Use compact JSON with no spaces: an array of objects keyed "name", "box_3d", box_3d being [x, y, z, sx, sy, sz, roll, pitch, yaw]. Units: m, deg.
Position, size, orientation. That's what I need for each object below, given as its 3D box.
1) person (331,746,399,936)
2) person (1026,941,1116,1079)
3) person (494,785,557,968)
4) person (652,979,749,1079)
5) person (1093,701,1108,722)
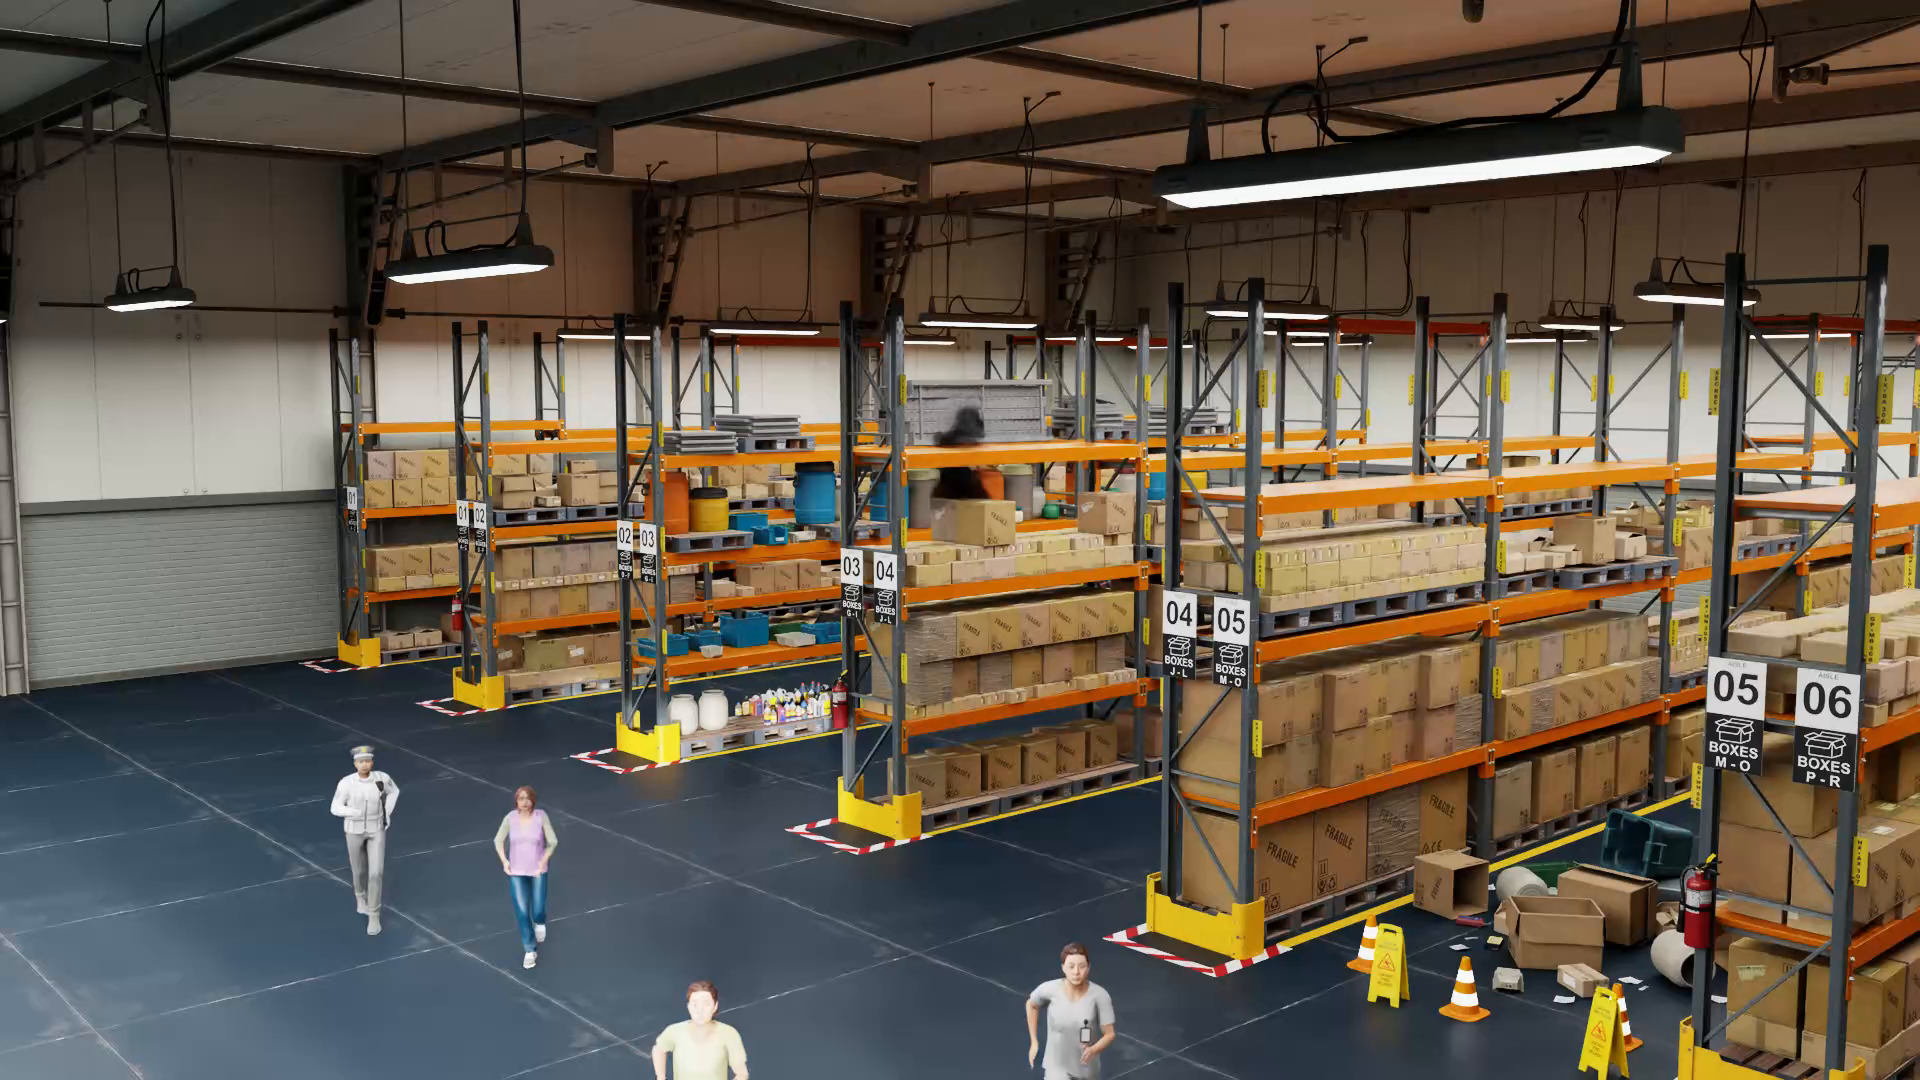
[{"name":"person","box_3d":[-5.577,2.765,15.626,0.610,1.726,0.783,-2,6,-19]},{"name":"person","box_3d":[0.692,3.319,10.330,0.527,1.687,0.787,0,6,-3]},{"name":"person","box_3d":[-3.844,2.946,14.738,0.548,1.559,0.587,-1,6,-11]},{"name":"person","box_3d":[-1.508,3.378,9.677,0.560,1.639,0.628,-1,6,-9]},{"name":"person","box_3d":[1.850,1.972,23.497,0.686,1.720,0.597,6,8,45]}]
